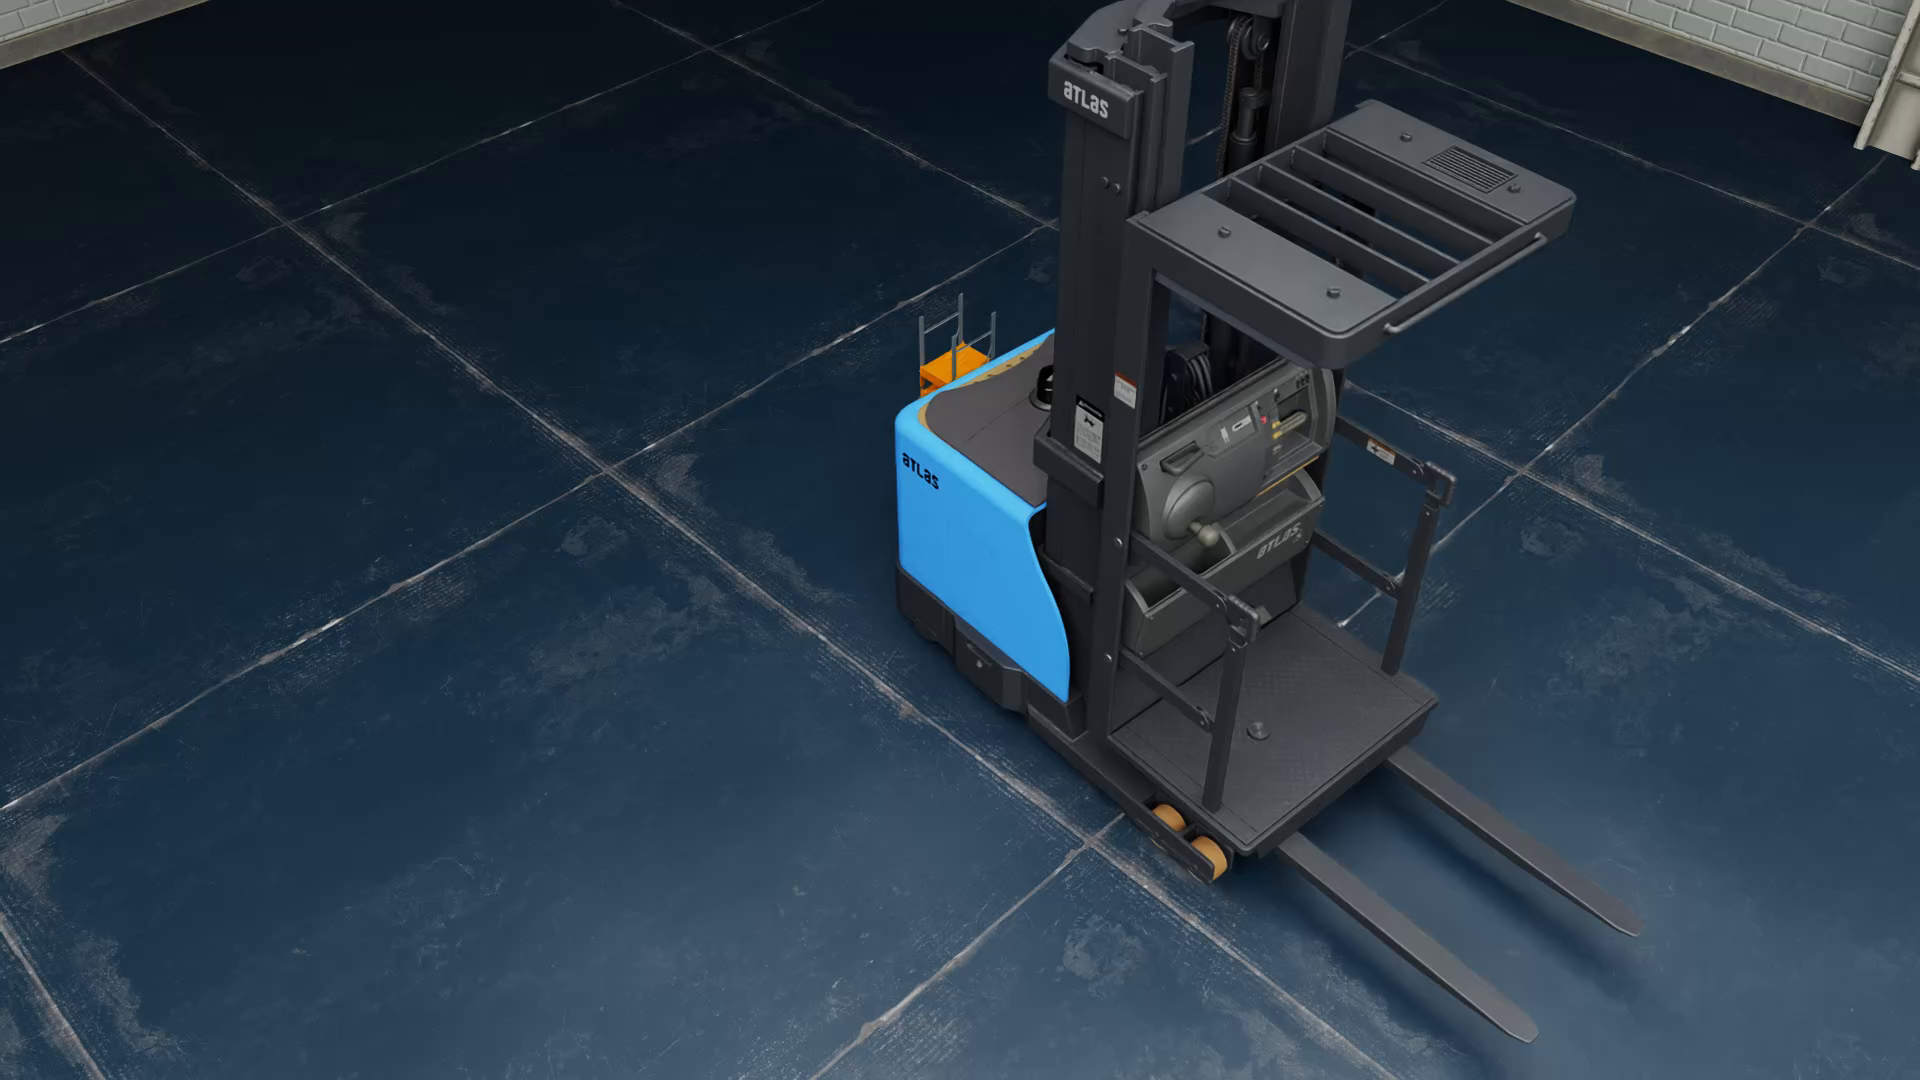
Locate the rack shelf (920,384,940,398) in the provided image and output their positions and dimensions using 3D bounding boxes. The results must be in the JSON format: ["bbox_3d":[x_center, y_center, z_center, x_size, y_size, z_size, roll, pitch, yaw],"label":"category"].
[{"bbox_3d":[-0.010,-0.591,6.835,0.258,0.103,0.180,-34,53,-31],"label":"rack shelf"}]

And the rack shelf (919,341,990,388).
[{"bbox_3d":[-0.010,-0.679,6.754,0.258,0.103,0.180,-34,53,-31],"label":"rack shelf"}]

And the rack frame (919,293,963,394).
[{"bbox_3d":[-0.075,-0.492,7.015,0.240,1.200,0.006,-34,53,-31],"label":"rack frame"}]

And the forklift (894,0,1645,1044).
[{"bbox_3d":[1.078,-0.231,5.458,1.130,2.935,3.031,-30,51,-29],"label":"forklift"}]

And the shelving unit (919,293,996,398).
[{"bbox_3d":[-0.010,-0.448,6.968,0.258,1.200,0.189,-34,53,-31],"label":"shelving unit"}]

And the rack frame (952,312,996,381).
[{"bbox_3d":[0.054,-0.404,6.920,0.240,1.200,0.006,-34,53,-31],"label":"rack frame"}]

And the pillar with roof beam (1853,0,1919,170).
[{"bbox_3d":[2.516,-3.563,4.593,9.100,9.000,0.400,-34,53,-31],"label":"pillar with roof beam"}]
